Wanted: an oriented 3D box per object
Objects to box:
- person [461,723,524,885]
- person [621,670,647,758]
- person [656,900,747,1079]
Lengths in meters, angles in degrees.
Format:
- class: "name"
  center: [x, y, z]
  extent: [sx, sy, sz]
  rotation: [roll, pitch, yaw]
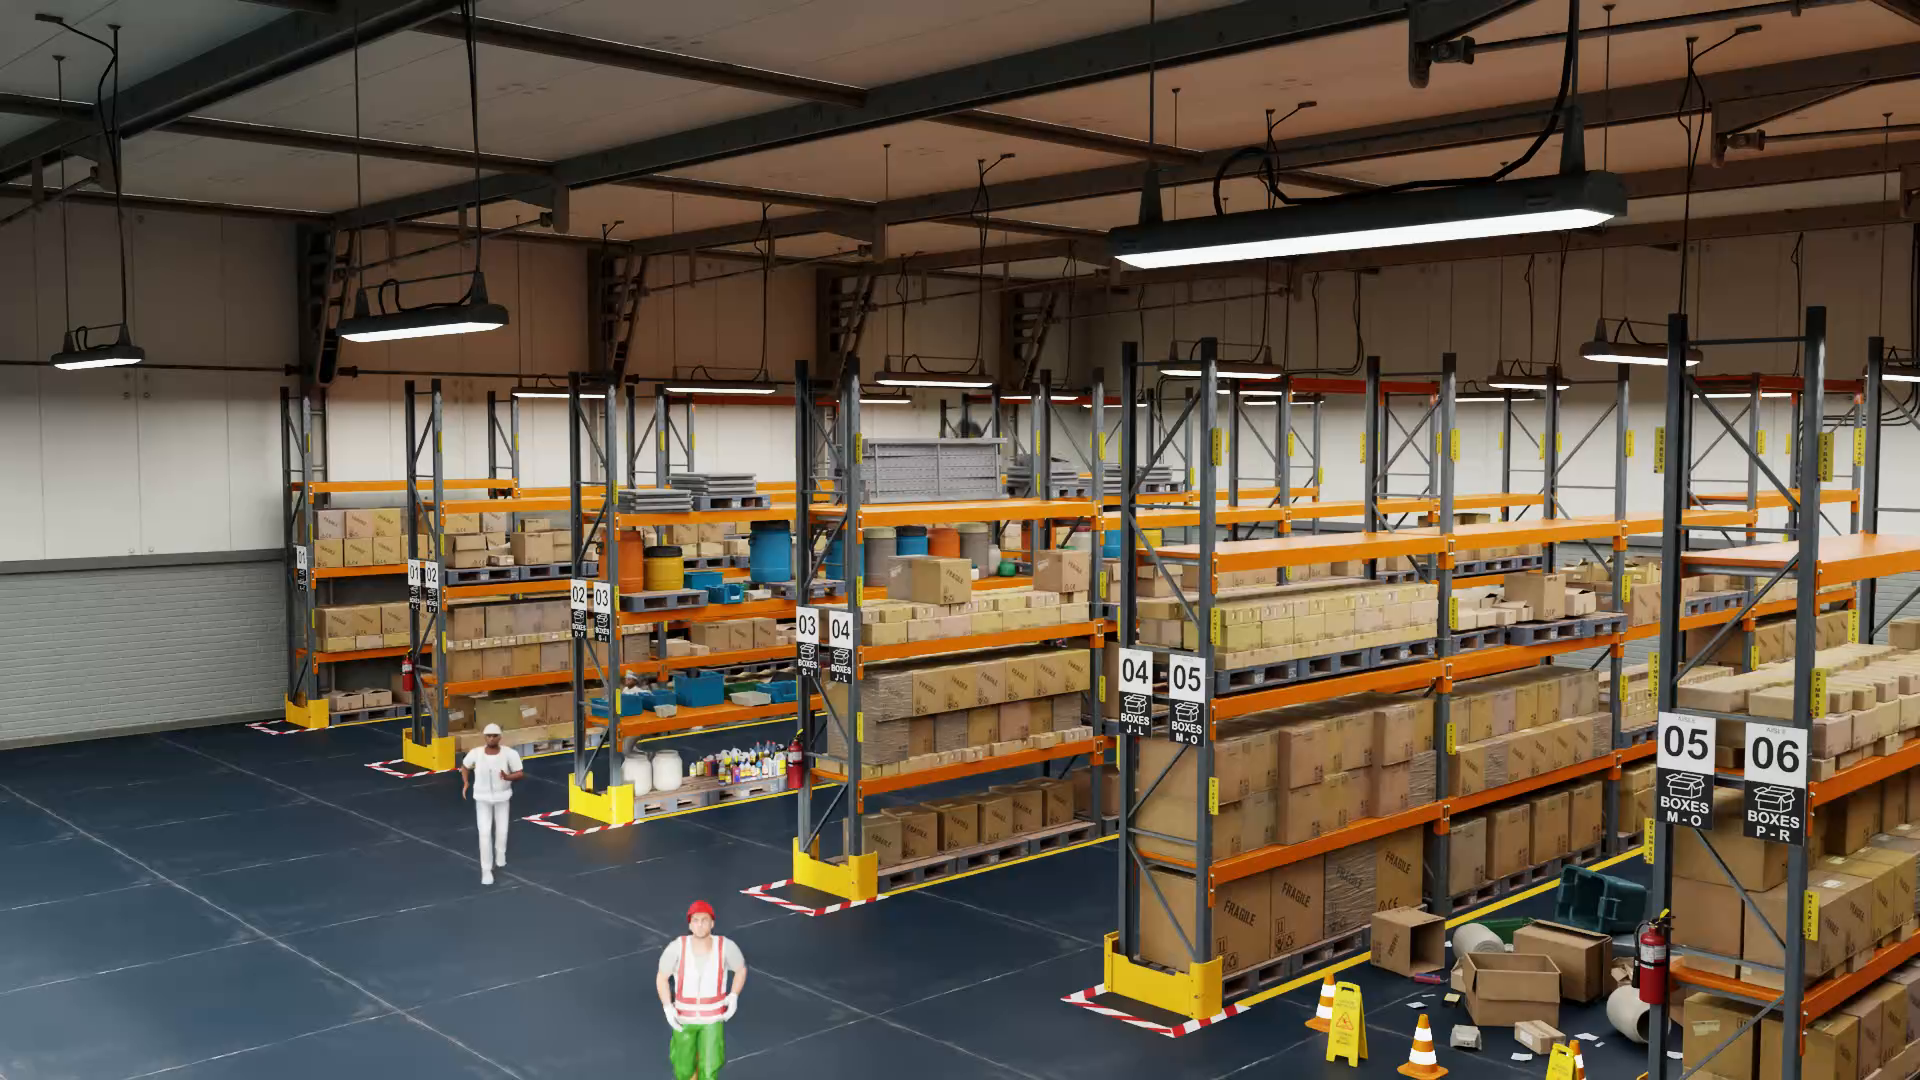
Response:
- class: "person"
  center: [-5.433, 3.017, 19.348]
  extent: [0.693, 1.771, 0.960]
  rotation: [-1, 4, -17]
- class: "person"
  center: [-4.865, 2.749, 24.831]
  extent: [0.572, 1.659, 0.617]
  rotation: [3, 5, 37]
- class: "person"
  center: [-1.914, 3.526, 12.300]
  extent: [0.655, 1.752, 0.897]
  rotation: [0, 4, -2]
